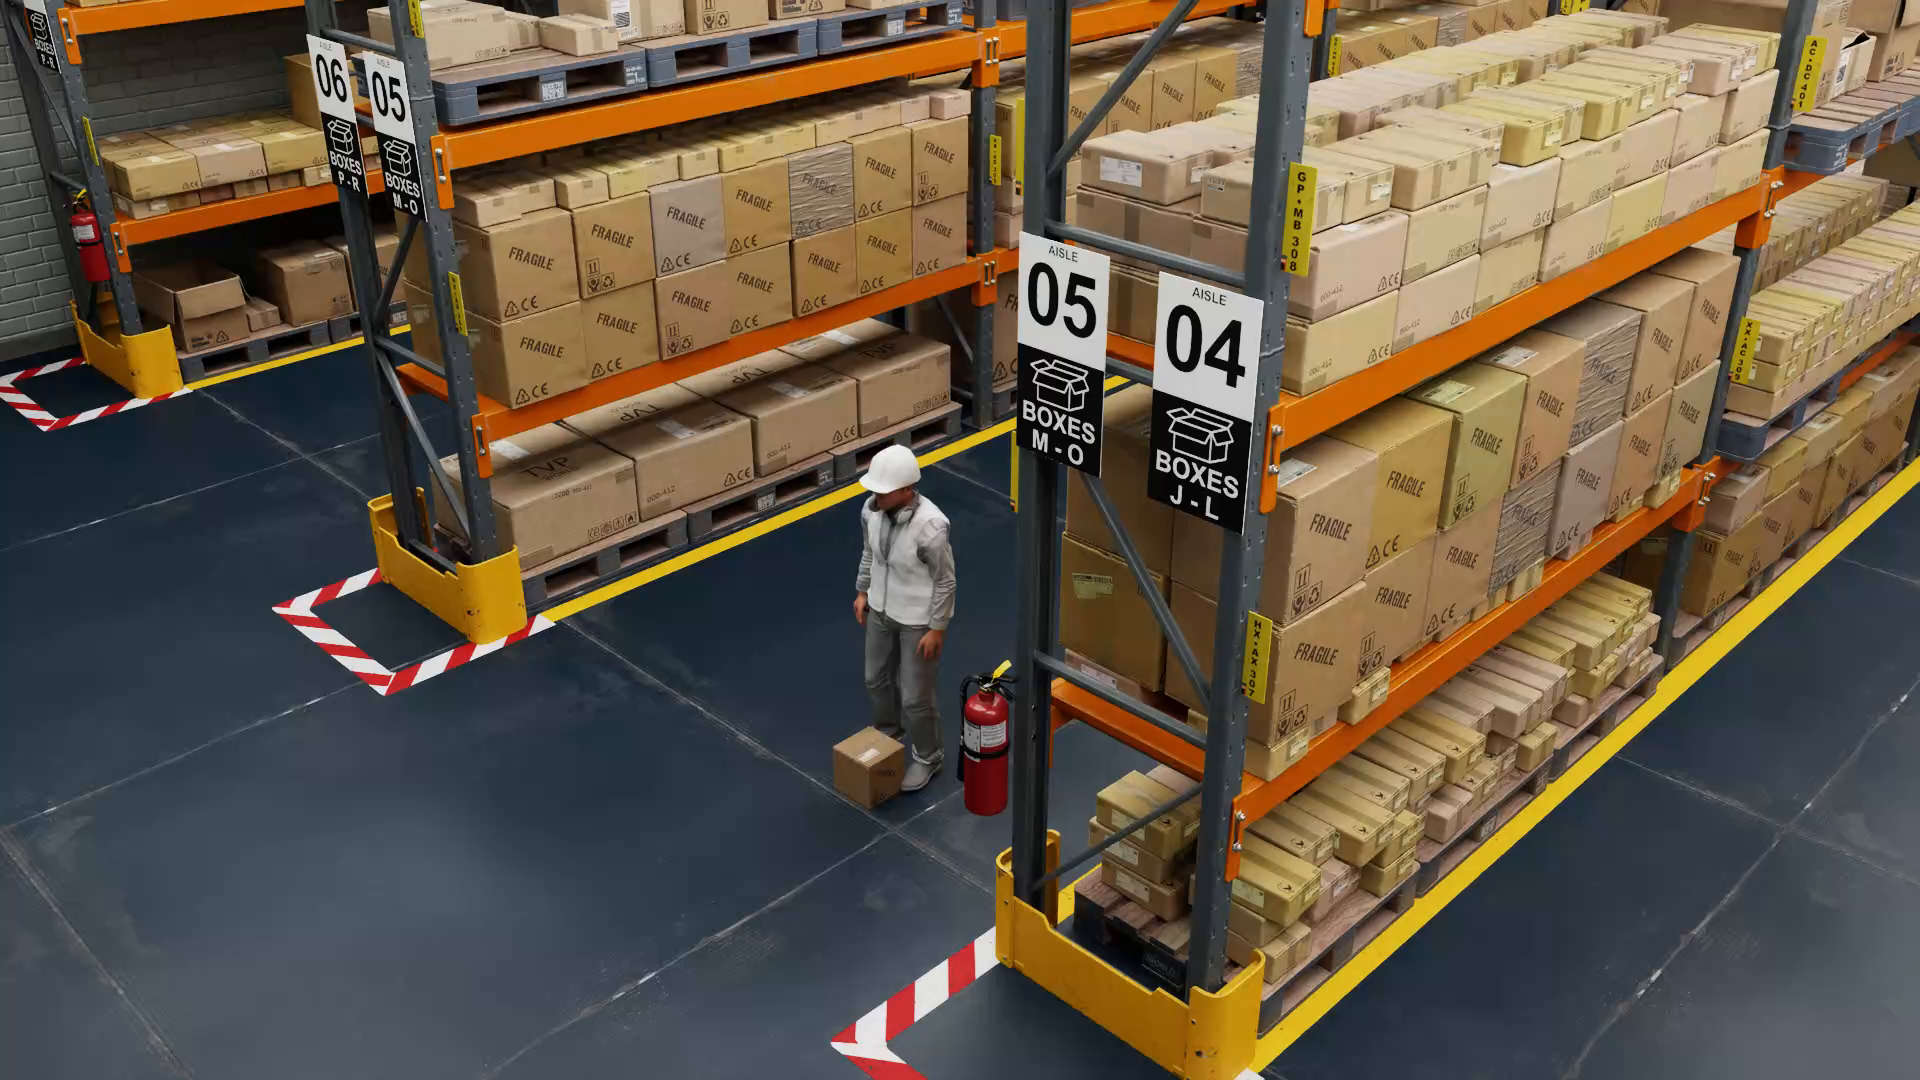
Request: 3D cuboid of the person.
[{"bbox_3d":[-0.269,0.346,7.931,0.460,1.769,0.581,-25,36,-39],"label":"person"}]
